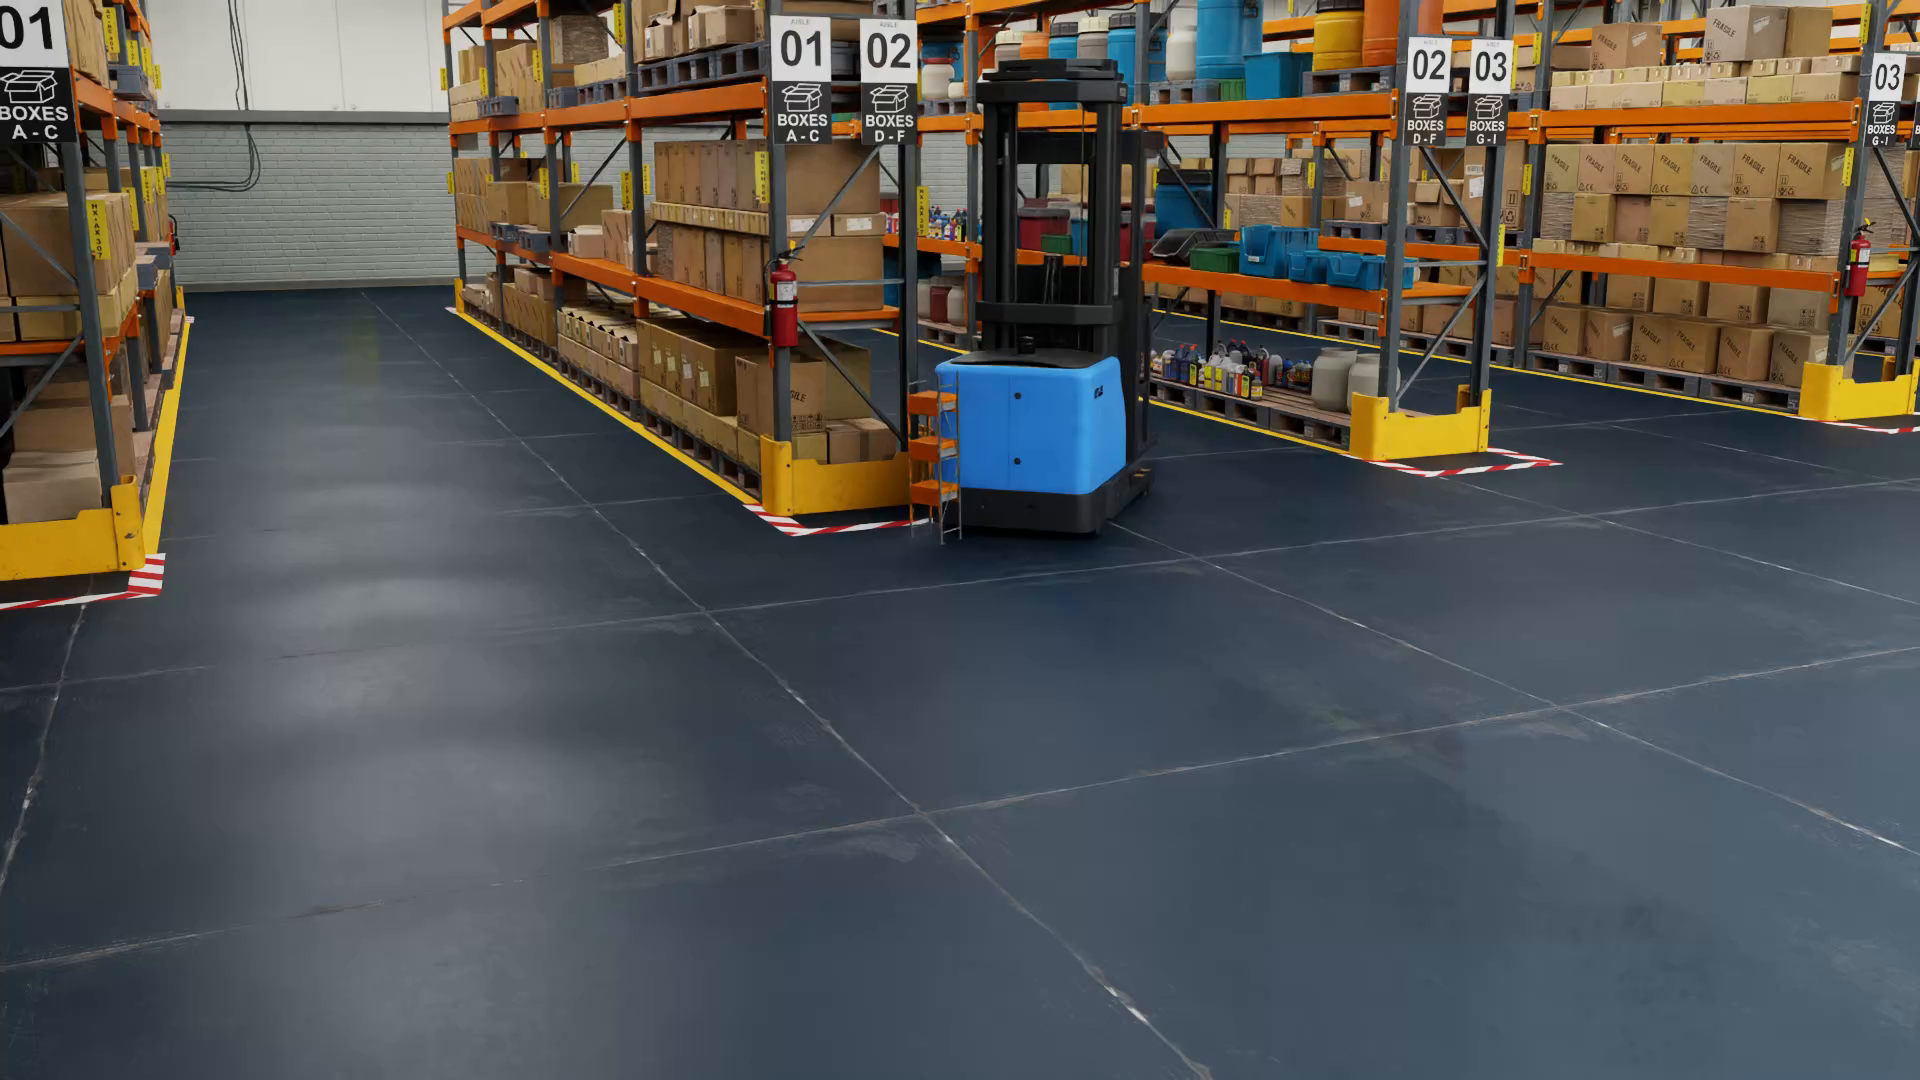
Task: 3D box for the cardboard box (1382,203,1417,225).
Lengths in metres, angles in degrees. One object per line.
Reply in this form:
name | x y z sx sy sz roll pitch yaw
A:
cardboard box | 5.566 -4.019 20.482 0.500 0.250 0.500 -6 14 -25

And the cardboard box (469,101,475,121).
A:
cardboard box | -6.413 -5.858 22.709 0.500 0.250 0.500 -6 14 -23

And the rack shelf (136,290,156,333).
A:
rack shelf | -7.710 -2.148 14.595 1.077 0.370 4.000 -6 14 -23

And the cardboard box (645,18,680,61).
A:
cardboard box | -2.195 -3.985 13.240 0.500 0.311 0.500 -6 15 -26

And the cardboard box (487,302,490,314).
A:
cardboard box | -6.269 -3.176 22.788 0.380 0.149 0.250 -6 14 -23

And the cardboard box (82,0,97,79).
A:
cardboard box | -5.605 -3.092 10.158 0.500 0.500 0.500 -5 14 -20

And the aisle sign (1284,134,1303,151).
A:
aisle sign | 6.181 -7.589 30.741 0.394 0.787 0.004 -6 14 -23

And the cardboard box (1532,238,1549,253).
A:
cardboard box | 6.518 -3.234 18.247 0.380 0.149 0.250 -6 14 -23

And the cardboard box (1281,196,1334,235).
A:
cardboard box | 4.680 -4.383 22.431 0.500 0.500 0.500 -5 14 -21

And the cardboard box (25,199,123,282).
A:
cardboard box | -5.612 -1.897 10.540 0.500 0.500 0.500 -6 14 -25

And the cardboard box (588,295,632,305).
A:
cardboard box | -4.109 -2.584 19.451 0.500 0.500 0.500 -6 14 -25

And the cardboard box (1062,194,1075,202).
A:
cardboard box | 2.059 -5.749 28.228 0.500 0.250 0.500 -6 14 -24

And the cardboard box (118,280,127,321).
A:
cardboard box | -5.630 -1.537 10.647 0.500 0.250 0.500 -6 14 -24

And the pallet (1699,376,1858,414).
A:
pallet | 7.986 -1.430 16.079 1.003 0.211 1.213 -6 14 -23

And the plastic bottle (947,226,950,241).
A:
plastic bottle | -0.108 -3.828 20.699 0.097 0.201 0.097 0 13 0

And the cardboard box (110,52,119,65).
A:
cardboard box | -9.579 -5.162 18.171 0.700 0.500 0.500 -6 14 -24

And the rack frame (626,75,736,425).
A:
rack frame | -2.371 -2.534 14.665 1.000 3.000 0.127 -6 14 -23

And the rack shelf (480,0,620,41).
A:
rack shelf | -4.775 -6.151 19.471 1.077 0.370 4.000 -6 14 -23

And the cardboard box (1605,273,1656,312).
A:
cardboard box | 9.852 -3.656 23.572 1.050 0.750 0.750 -6 14 -24

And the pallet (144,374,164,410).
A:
pallet | -8.199 -1.392 15.916 1.003 0.211 1.213 -6 14 -23

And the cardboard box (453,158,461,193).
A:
cardboard box | -7.242 -5.433 24.754 0.500 0.500 0.500 -5 14 -21

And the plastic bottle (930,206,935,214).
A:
plastic bottle | -0.368 -4.449 23.049 0.144 0.351 0.185 -6 14 -23

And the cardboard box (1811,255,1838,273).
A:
cardboard box | 8.006 -2.519 15.160 0.380 0.149 0.250 -6 14 -23

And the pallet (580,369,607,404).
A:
pallet | -3.195 -1.576 16.713 1.003 0.211 1.213 -6 14 -23

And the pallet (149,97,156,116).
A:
pallet | -10.916 -5.578 21.364 1.003 0.211 1.213 -6 14 -23

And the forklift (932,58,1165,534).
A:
forklift | 0.764 -1.755 11.453 1.130 2.935 3.031 4 14 17

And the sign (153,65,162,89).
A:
sign | -11.213 -6.465 23.211 0.100 0.325 0.005 -6 14 -23

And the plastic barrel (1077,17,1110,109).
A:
plastic barrel | 1.504 -4.907 17.154 0.600 0.901 0.600 0 13 0

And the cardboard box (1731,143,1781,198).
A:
cardboard box | 7.657 -3.476 15.638 0.500 0.500 0.500 -6 14 -23

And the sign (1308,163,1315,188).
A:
sign | 4.598 -4.767 21.749 0.100 0.325 0.005 -6 14 -23

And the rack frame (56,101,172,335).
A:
rack frame | -10.113 -3.738 19.870 1.000 3.000 0.127 -6 14 -23

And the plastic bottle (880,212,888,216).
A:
plastic bottle | -1.053 -4.367 22.862 0.152 0.276 0.135 -6 14 -23

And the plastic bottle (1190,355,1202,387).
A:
plastic bottle | 2.216 -1.590 15.637 0.061 0.283 0.133 -5 14 -20

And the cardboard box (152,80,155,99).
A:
cardboard box | -10.969 -5.972 22.047 0.500 0.250 0.500 -6 14 -25

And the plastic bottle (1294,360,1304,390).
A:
plastic bottle | 3.153 -1.533 15.418 0.097 0.271 0.097 0 13 0

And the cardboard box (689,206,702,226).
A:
cardboard box | -1.921 -2.560 13.117 0.380 0.149 0.250 -6 14 -25

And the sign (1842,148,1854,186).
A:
sign | 7.793 -3.273 14.593 0.100 0.325 0.005 -6 14 -23

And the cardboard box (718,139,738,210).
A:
cardboard box | -1.384 -2.709 12.323 0.700 0.500 0.500 -6 14 -23

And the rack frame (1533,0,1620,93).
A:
rack frame | 6.707 -6.351 17.852 1.000 3.000 0.127 -6 14 -23

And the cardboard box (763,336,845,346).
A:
cardboard box | -1.194 -1.274 12.725 0.500 0.500 0.500 -6 14 -23

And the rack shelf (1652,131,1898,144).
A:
rack shelf | 13.384 -6.673 27.494 1.077 0.370 4.000 -6 14 -23

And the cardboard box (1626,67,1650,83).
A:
cardboard box | 6.978 -4.699 16.816 0.380 0.149 0.250 -6 14 -24

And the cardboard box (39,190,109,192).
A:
cardboard box | -8.065 -2.966 15.335 0.700 0.500 0.500 -7 15 -28

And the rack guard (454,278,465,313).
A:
rack guard | -7.148 -3.780 25.591 1.175 0.500 0.348 -6 14 -23

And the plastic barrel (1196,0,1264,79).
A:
plastic barrel | 2.470 -4.675 15.223 0.600 0.901 0.708 -6 14 -23

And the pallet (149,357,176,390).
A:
pallet | -8.758 -1.723 17.347 1.003 0.211 1.213 -6 14 -23

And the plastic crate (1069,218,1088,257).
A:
plastic crate | 1.442 -3.172 17.460 0.392 0.384 0.575 -6 14 -23

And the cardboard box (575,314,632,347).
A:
cardboard box | -3.612 -2.150 16.932 0.500 0.311 0.500 -6 14 -24

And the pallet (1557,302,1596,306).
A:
pallet | 9.378 -3.484 24.957 1.003 0.211 1.213 -6 14 -23

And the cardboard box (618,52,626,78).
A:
cardboard box | -2.832 -4.368 15.340 0.500 0.250 0.500 -7 15 -28

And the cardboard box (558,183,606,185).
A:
cardboard box | -4.520 -3.940 19.587 0.700 0.500 0.500 -3 13 -12

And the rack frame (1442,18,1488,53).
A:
rack frame | 8.088 -8.430 26.838 1.000 3.000 0.127 -6 14 -23

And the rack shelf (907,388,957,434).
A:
rack shelf | -0.163 -0.781 10.194 0.240 0.259 0.215 10 18 38

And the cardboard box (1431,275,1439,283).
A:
cardboard box | 8.236 -4.428 28.239 0.380 0.149 0.250 -6 14 -25

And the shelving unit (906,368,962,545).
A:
shelving unit | -0.159 -0.516 10.260 0.252 1.050 0.215 10 18 38

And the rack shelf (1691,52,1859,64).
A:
rack shelf | 16.328 -9.409 32.668 1.077 0.370 4.000 -6 14 -23

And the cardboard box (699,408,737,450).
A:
cardboard box | -1.668 -0.862 12.608 0.500 0.250 0.500 -6 14 -23
